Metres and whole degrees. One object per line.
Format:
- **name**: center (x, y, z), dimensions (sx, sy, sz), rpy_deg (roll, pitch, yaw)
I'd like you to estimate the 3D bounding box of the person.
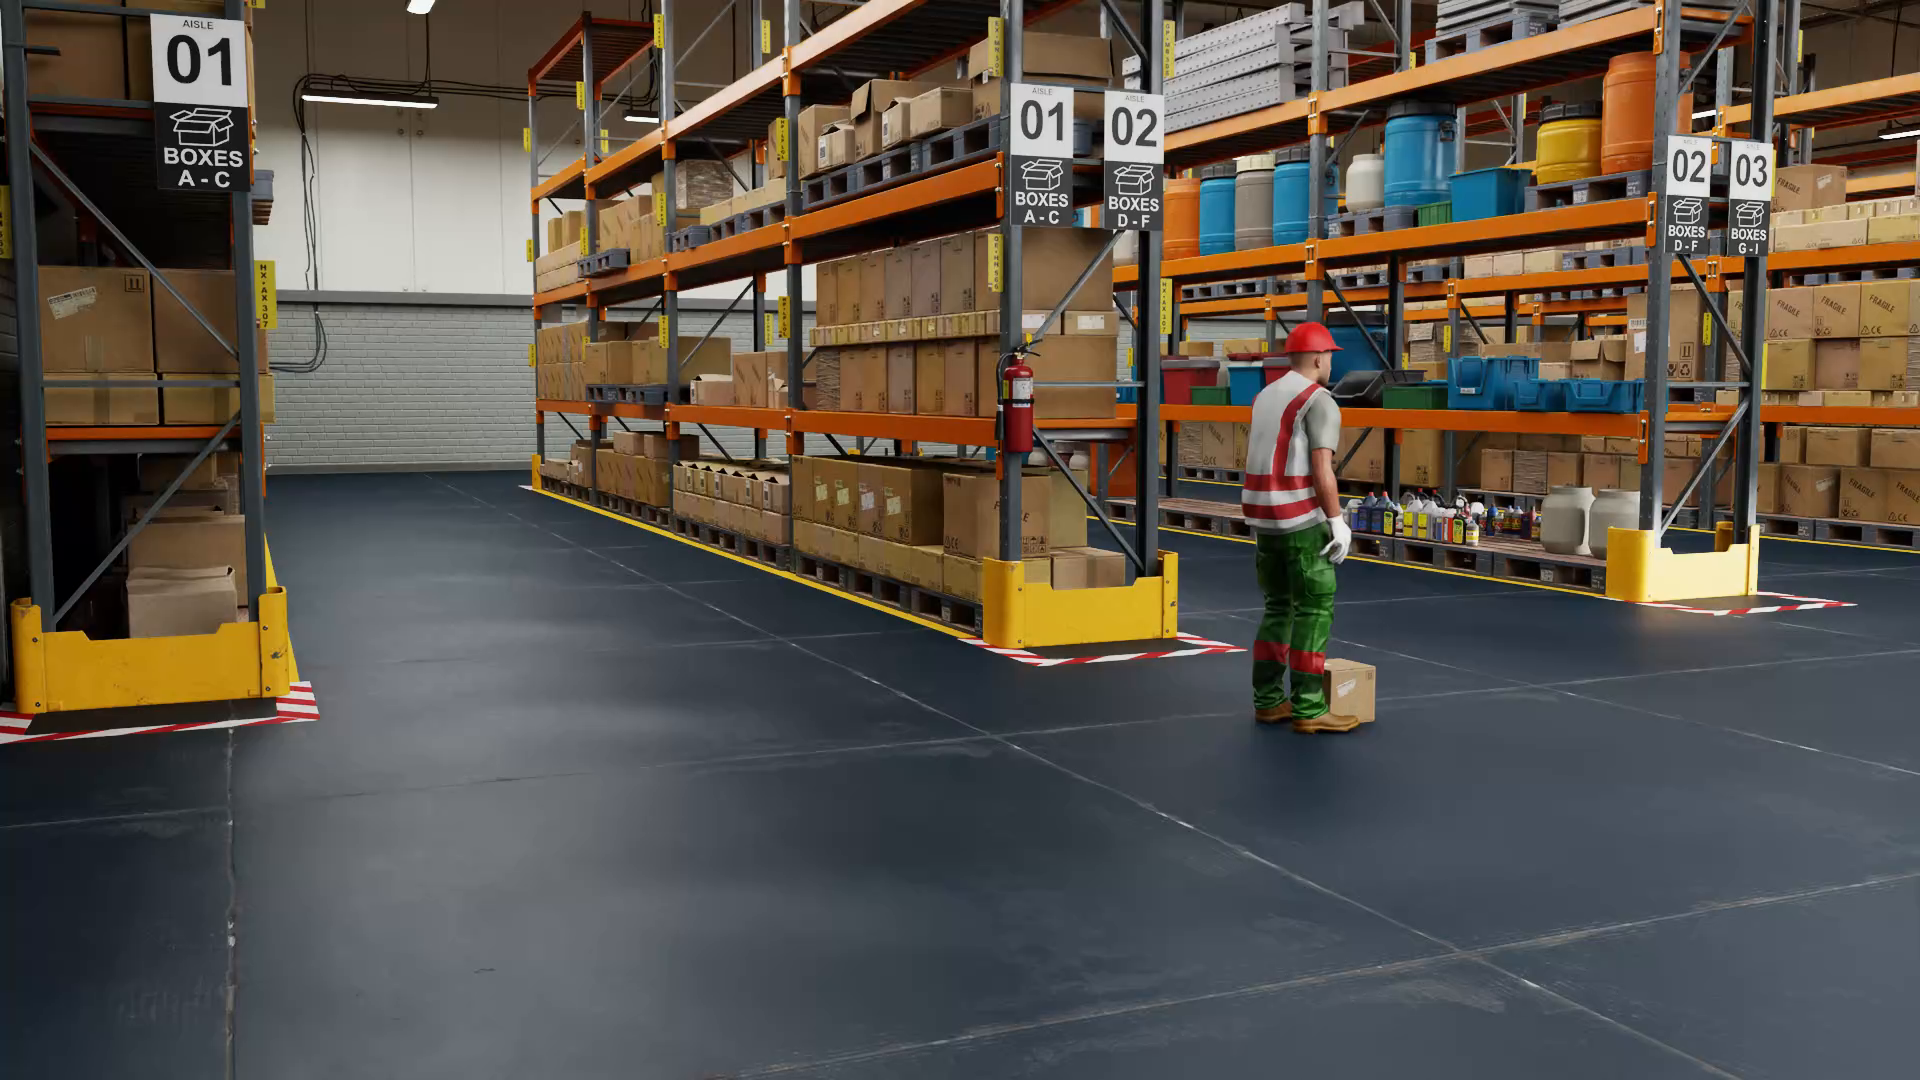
- **person**: center (1.491, -0.066, 7.326), dimensions (0.448, 1.780, 0.610), rpy_deg (-2, 6, -23)
